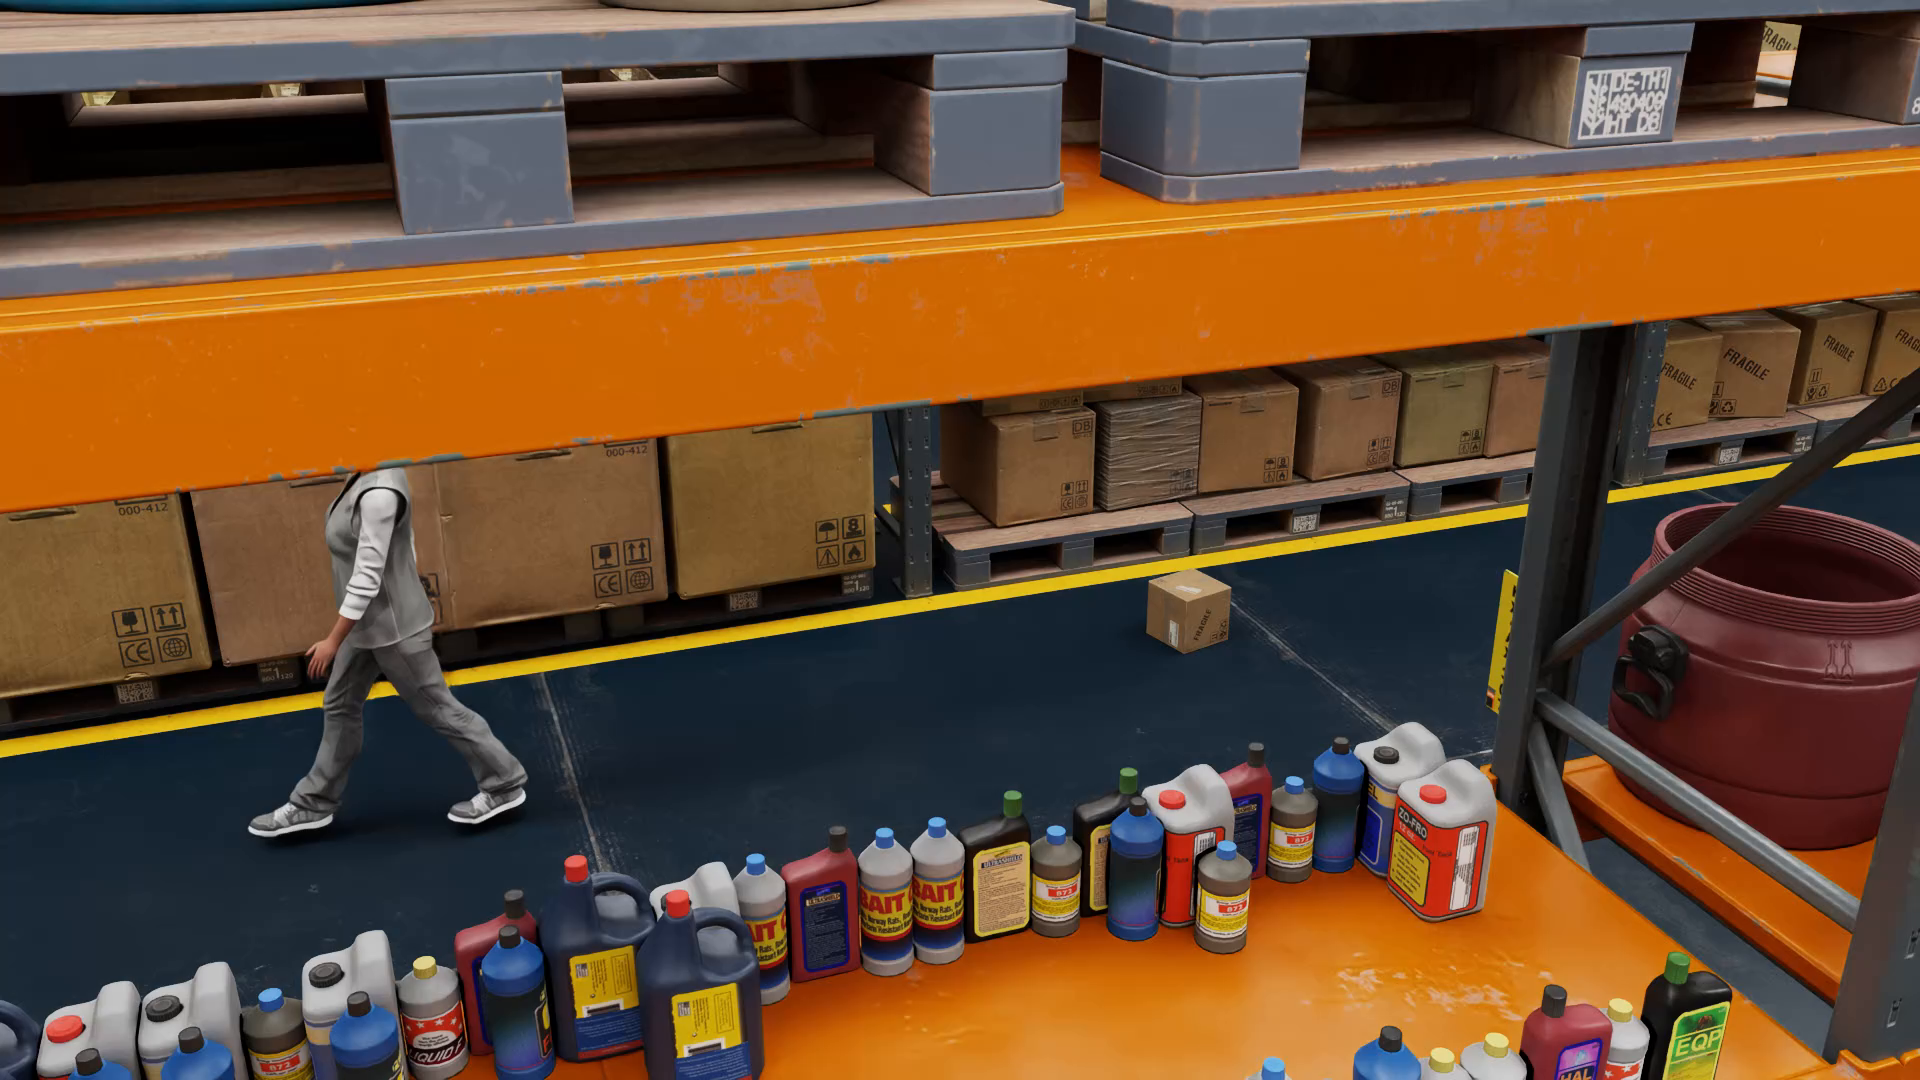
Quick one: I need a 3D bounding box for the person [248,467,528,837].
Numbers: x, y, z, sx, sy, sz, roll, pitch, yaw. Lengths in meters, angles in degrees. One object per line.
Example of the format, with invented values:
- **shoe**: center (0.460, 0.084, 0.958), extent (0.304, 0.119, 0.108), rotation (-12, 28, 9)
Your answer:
- **person**: center (-1.946, 0.276, 5.421), extent (0.920, 1.544, 0.419), rotation (-9, 25, -21)
